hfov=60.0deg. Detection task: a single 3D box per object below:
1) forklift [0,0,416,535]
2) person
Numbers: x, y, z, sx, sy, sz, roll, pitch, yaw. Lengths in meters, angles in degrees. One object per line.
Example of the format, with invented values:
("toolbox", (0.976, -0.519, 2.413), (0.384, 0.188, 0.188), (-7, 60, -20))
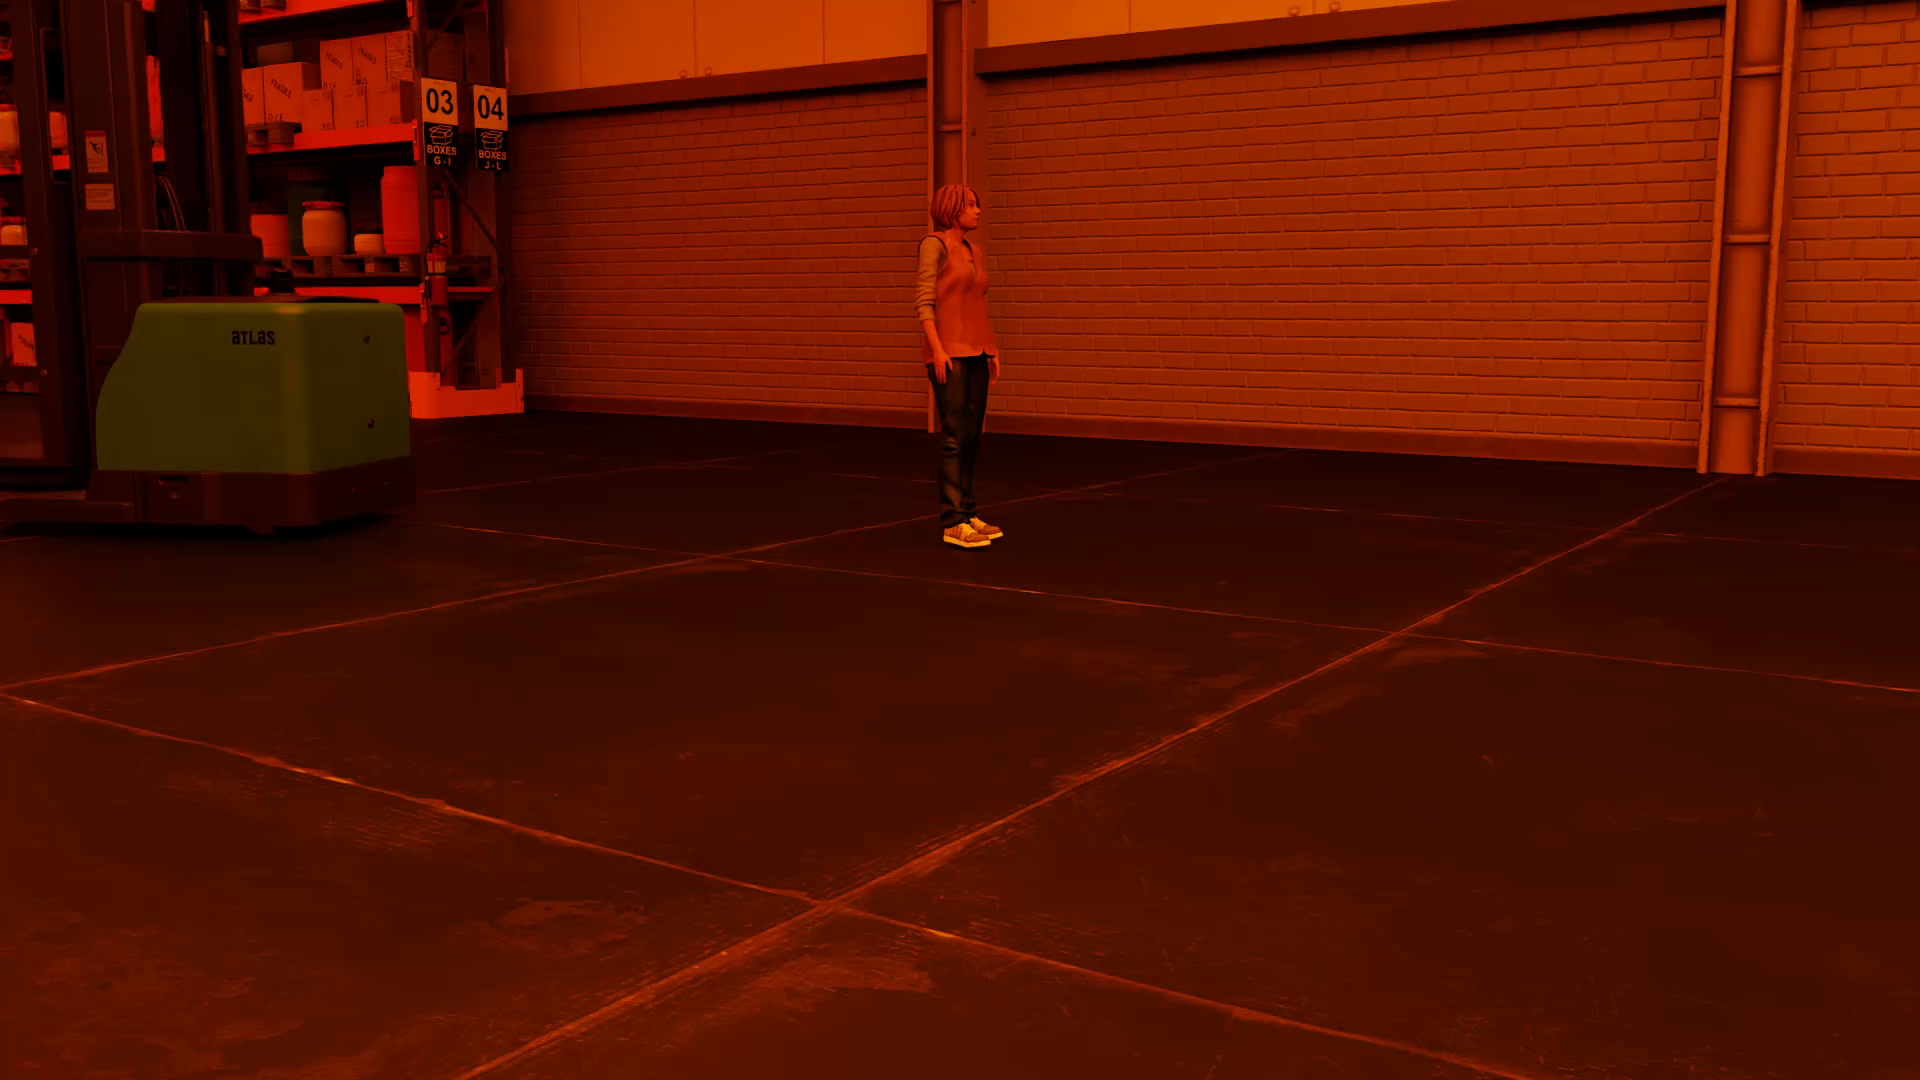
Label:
("forklift", (-4.330, -1.548, 8.079), (3.031, 2.935, 1.130), (1, 8, 10))
("person", (0.054, -0.791, 7.437), (0.473, 1.599, 0.520), (5, 10, 34))
